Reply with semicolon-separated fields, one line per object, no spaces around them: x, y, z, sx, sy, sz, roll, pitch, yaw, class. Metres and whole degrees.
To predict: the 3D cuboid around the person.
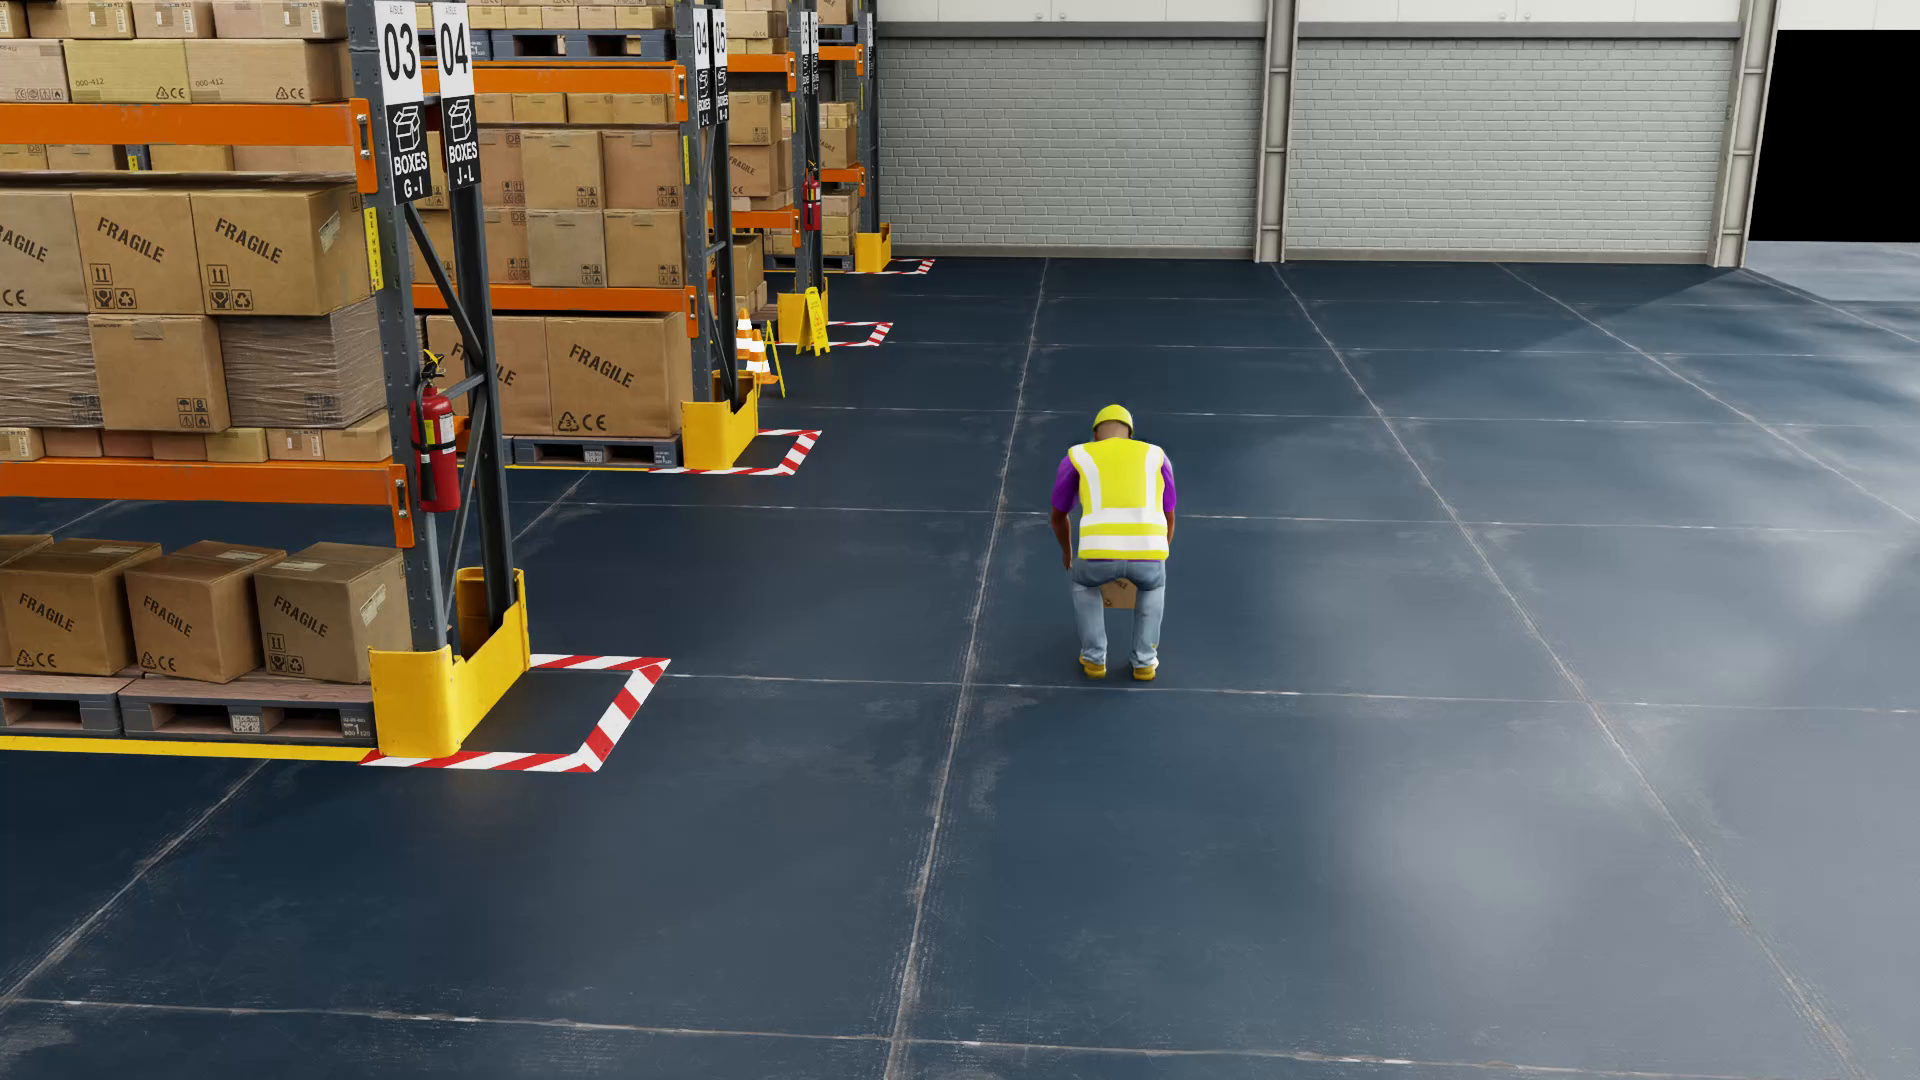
0.758;0.019;8.253;0.628;1.288;0.813;1;17;4;person
